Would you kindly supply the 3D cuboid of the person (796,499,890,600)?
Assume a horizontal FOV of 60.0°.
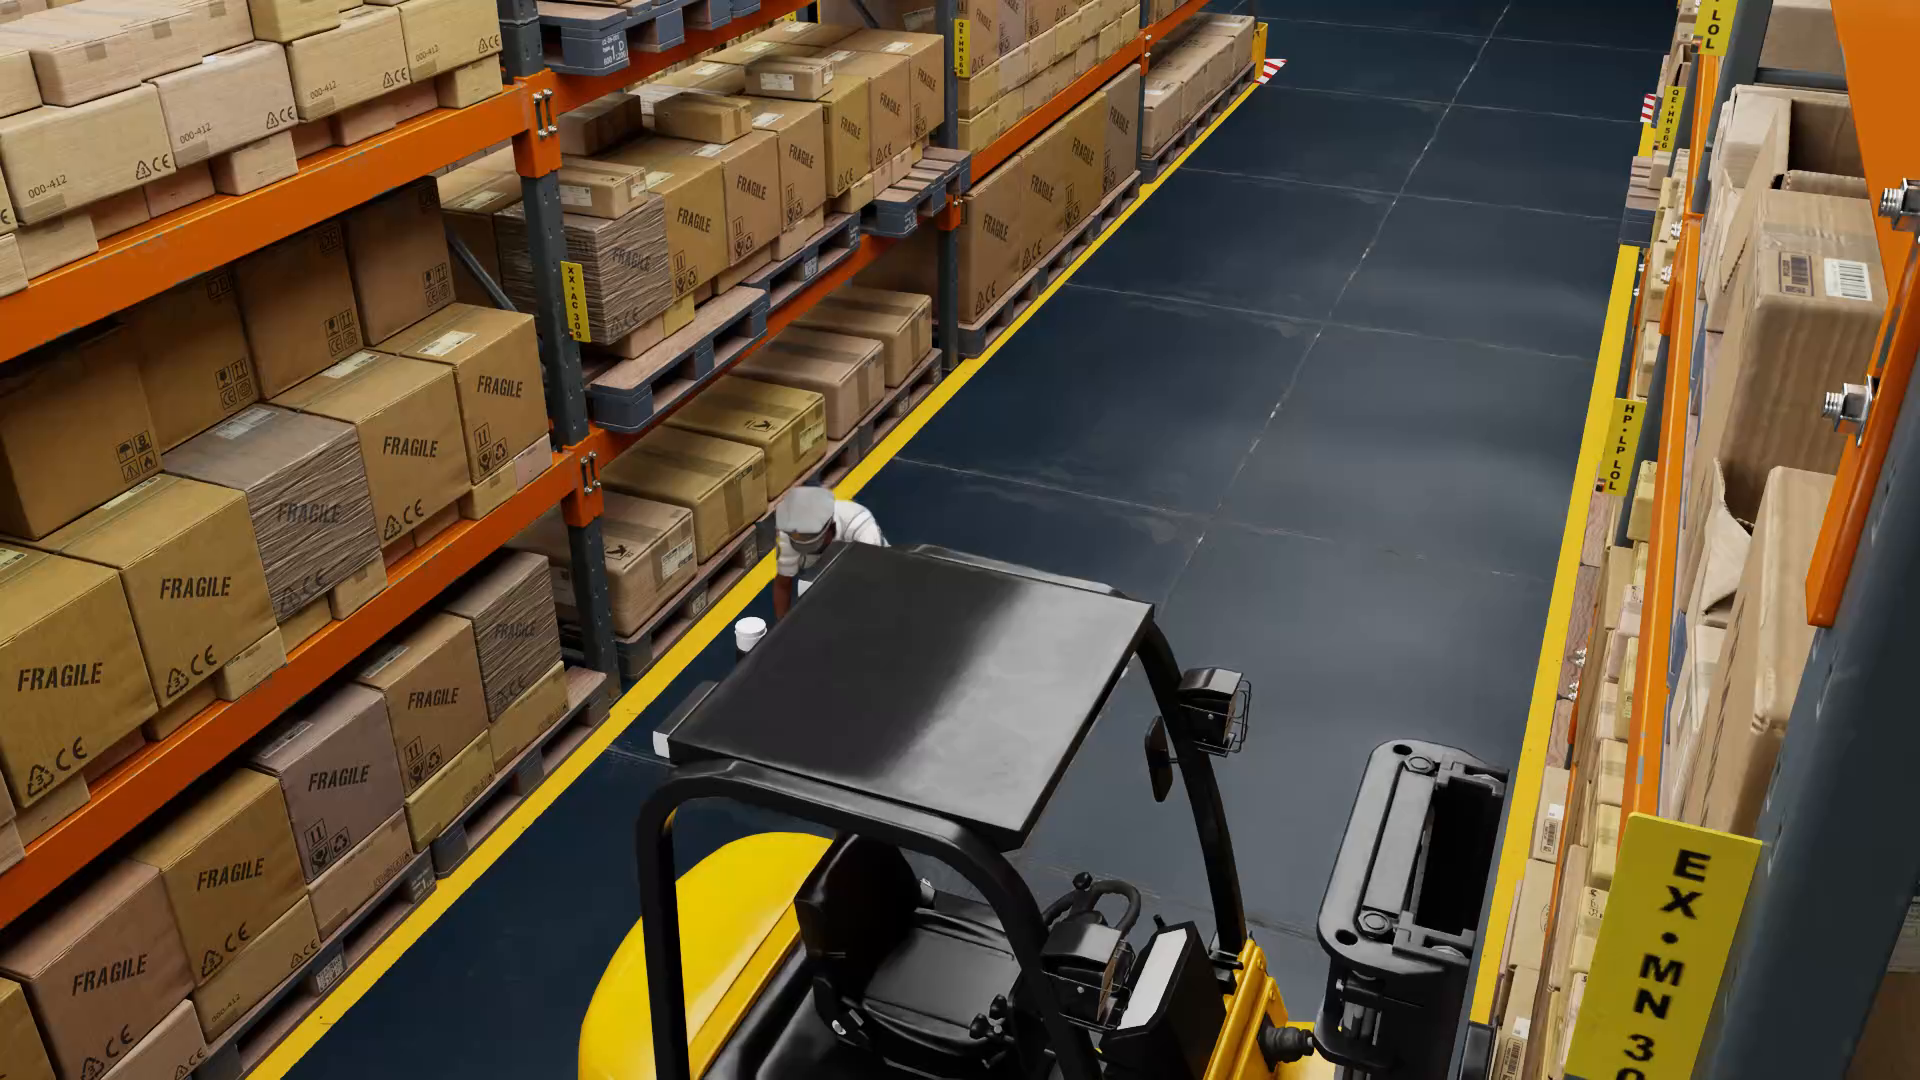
[{"bbox_3d":[-0.489,0.261,7.119,0.443,1.104,0.532,12,32,19],"label":"person"}]
